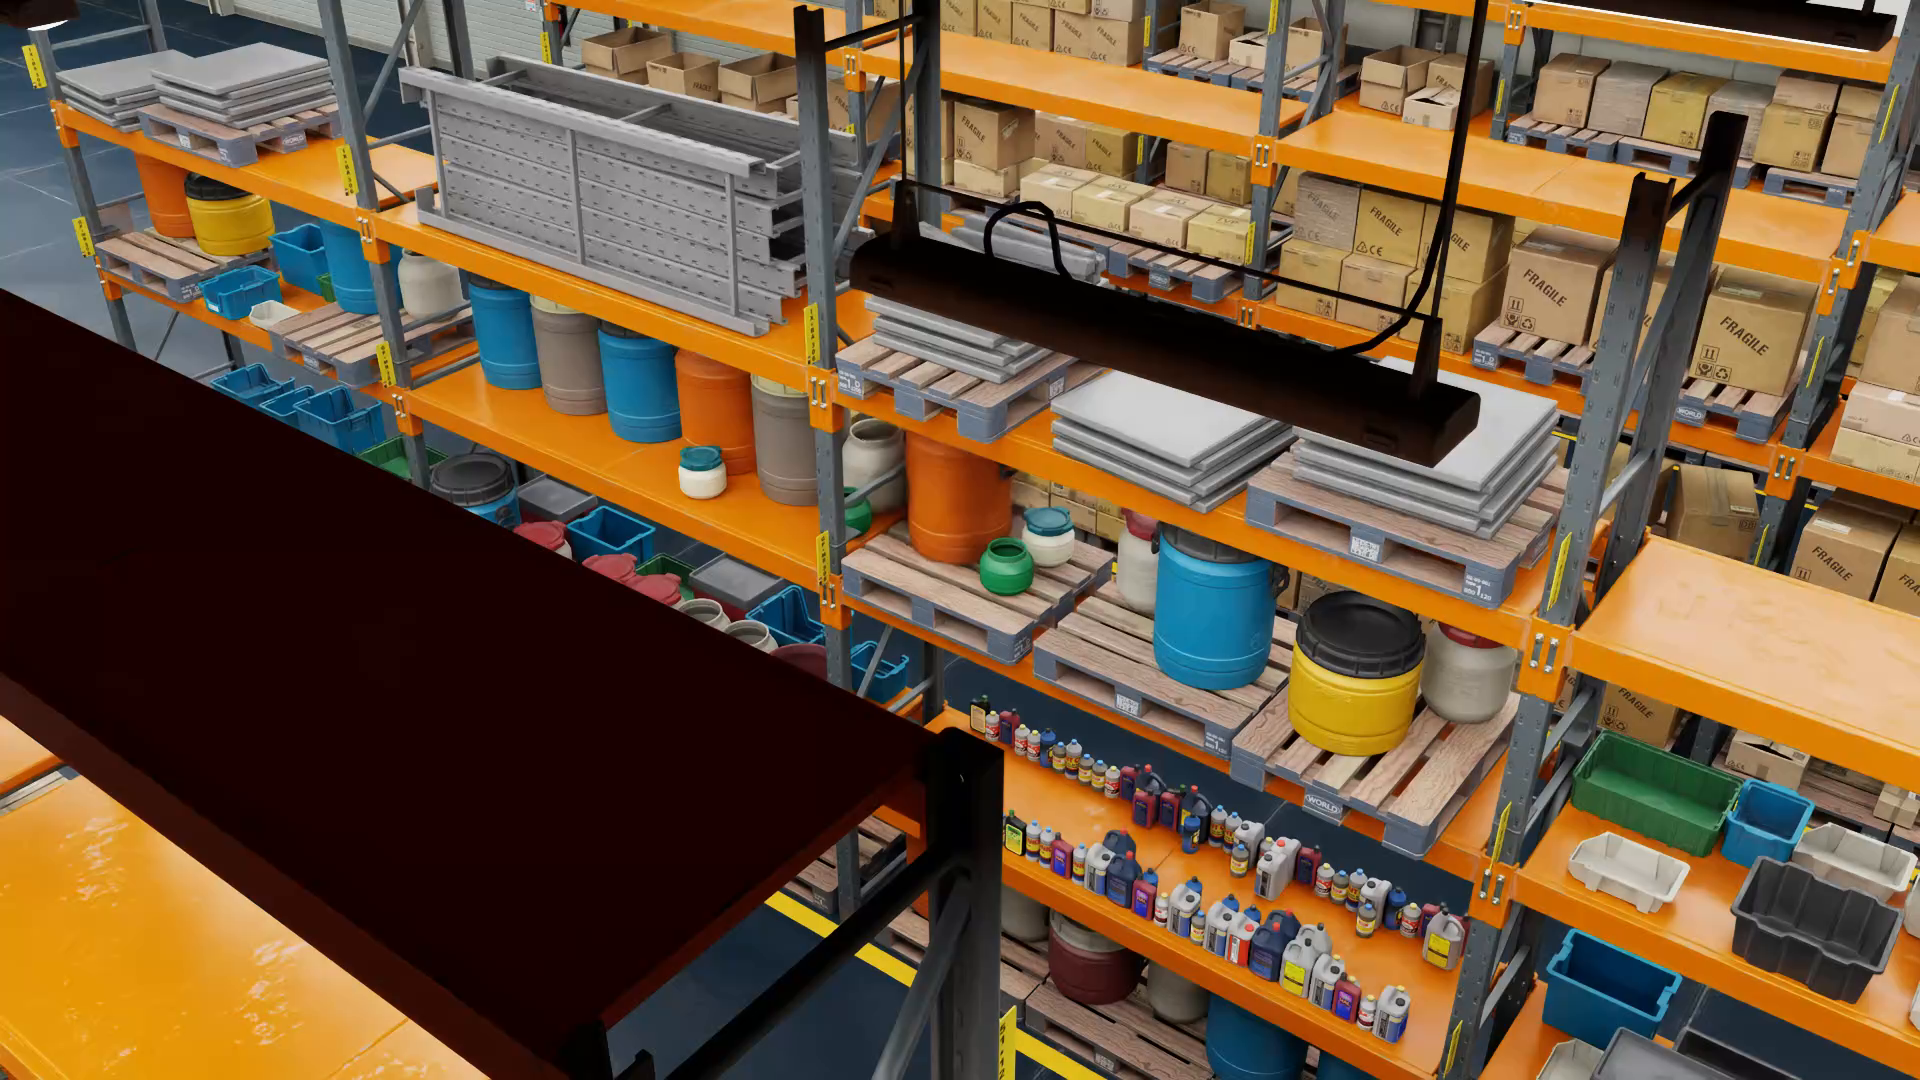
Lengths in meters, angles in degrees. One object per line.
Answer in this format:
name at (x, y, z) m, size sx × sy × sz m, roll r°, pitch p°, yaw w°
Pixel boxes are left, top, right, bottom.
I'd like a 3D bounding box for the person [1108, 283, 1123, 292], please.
person at (1.503, -2.559, 17.845) m, size 0.499 × 1.674 × 0.449 m, roll -25°, pitch 39°, yaw -34°
